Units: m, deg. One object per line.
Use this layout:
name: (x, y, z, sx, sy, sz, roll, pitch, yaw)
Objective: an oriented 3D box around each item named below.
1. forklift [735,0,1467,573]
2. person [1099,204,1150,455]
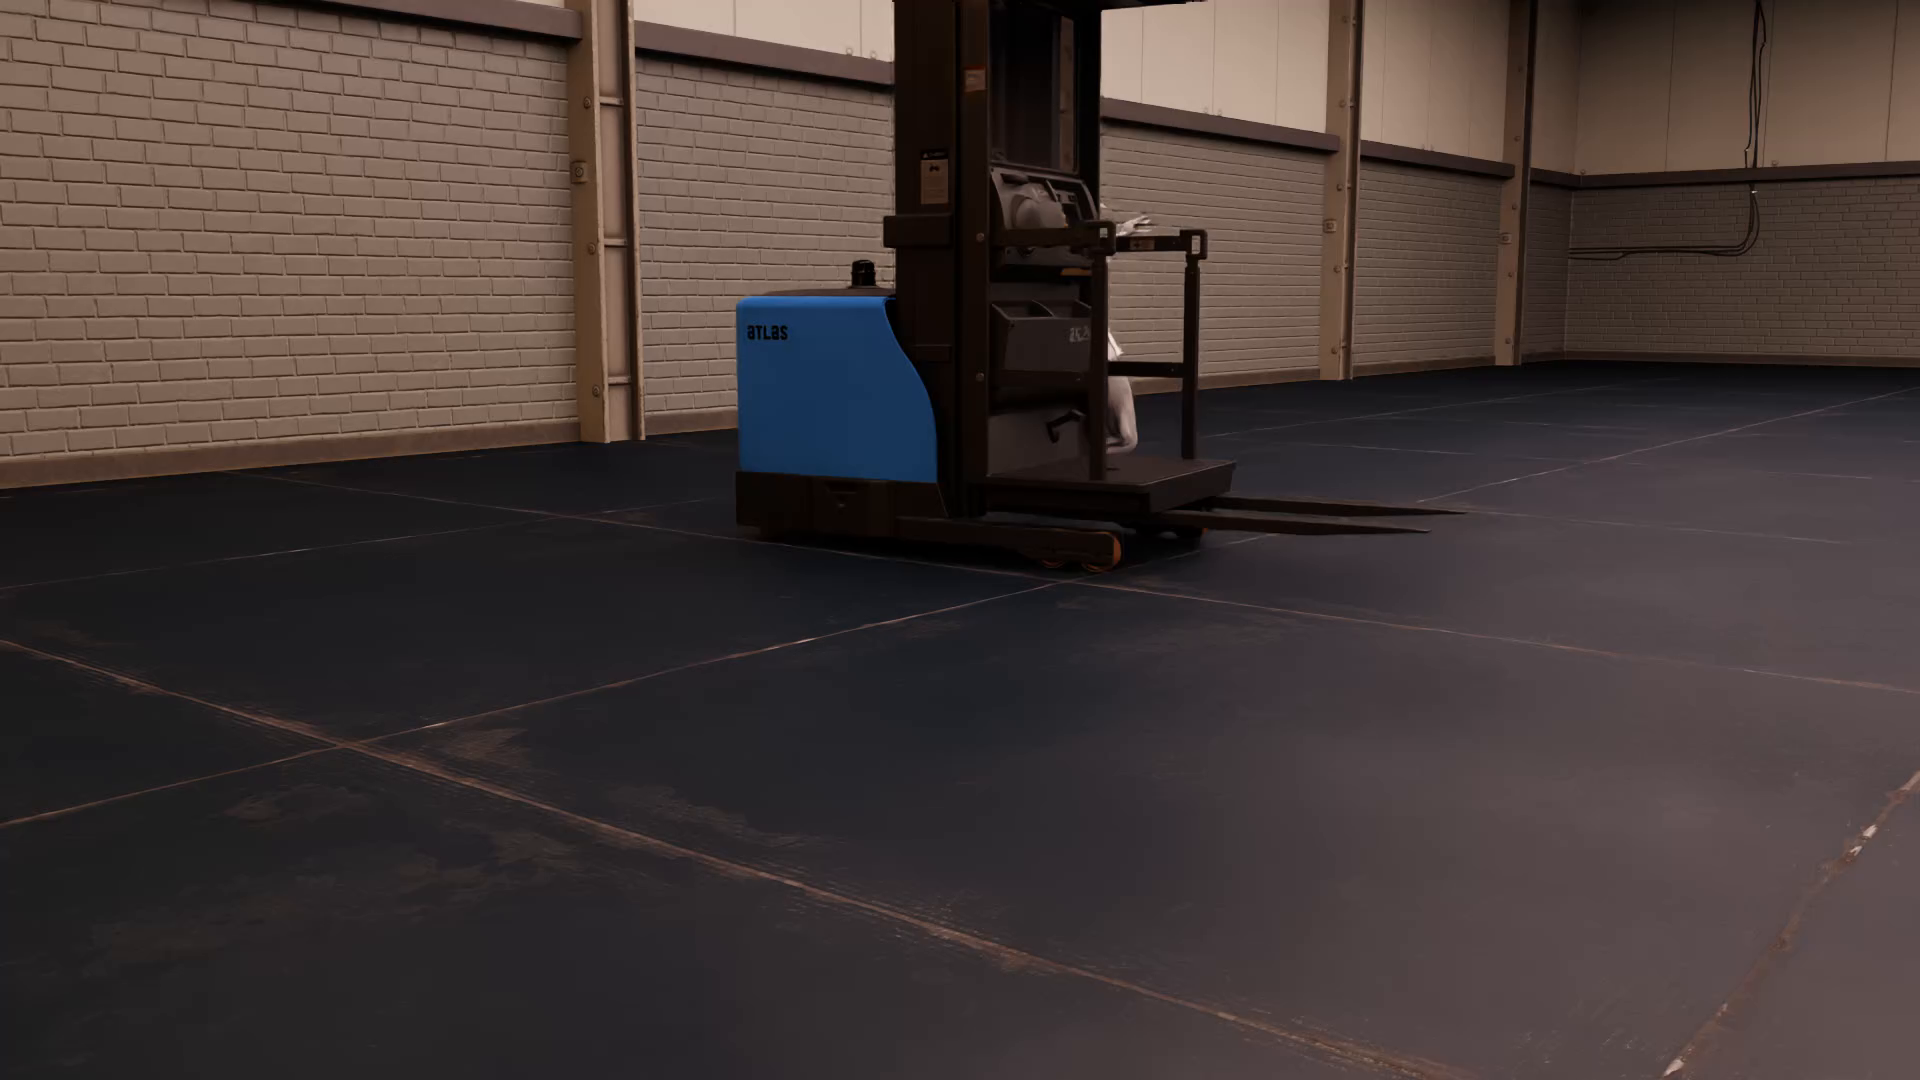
forklift: (0.543, -1.409, 6.910, 3.031, 2.935, 1.130, 5, 9, 28)
person: (0.568, -0.956, 8.534, 0.726, 1.554, 0.884, -1, 8, -4)
